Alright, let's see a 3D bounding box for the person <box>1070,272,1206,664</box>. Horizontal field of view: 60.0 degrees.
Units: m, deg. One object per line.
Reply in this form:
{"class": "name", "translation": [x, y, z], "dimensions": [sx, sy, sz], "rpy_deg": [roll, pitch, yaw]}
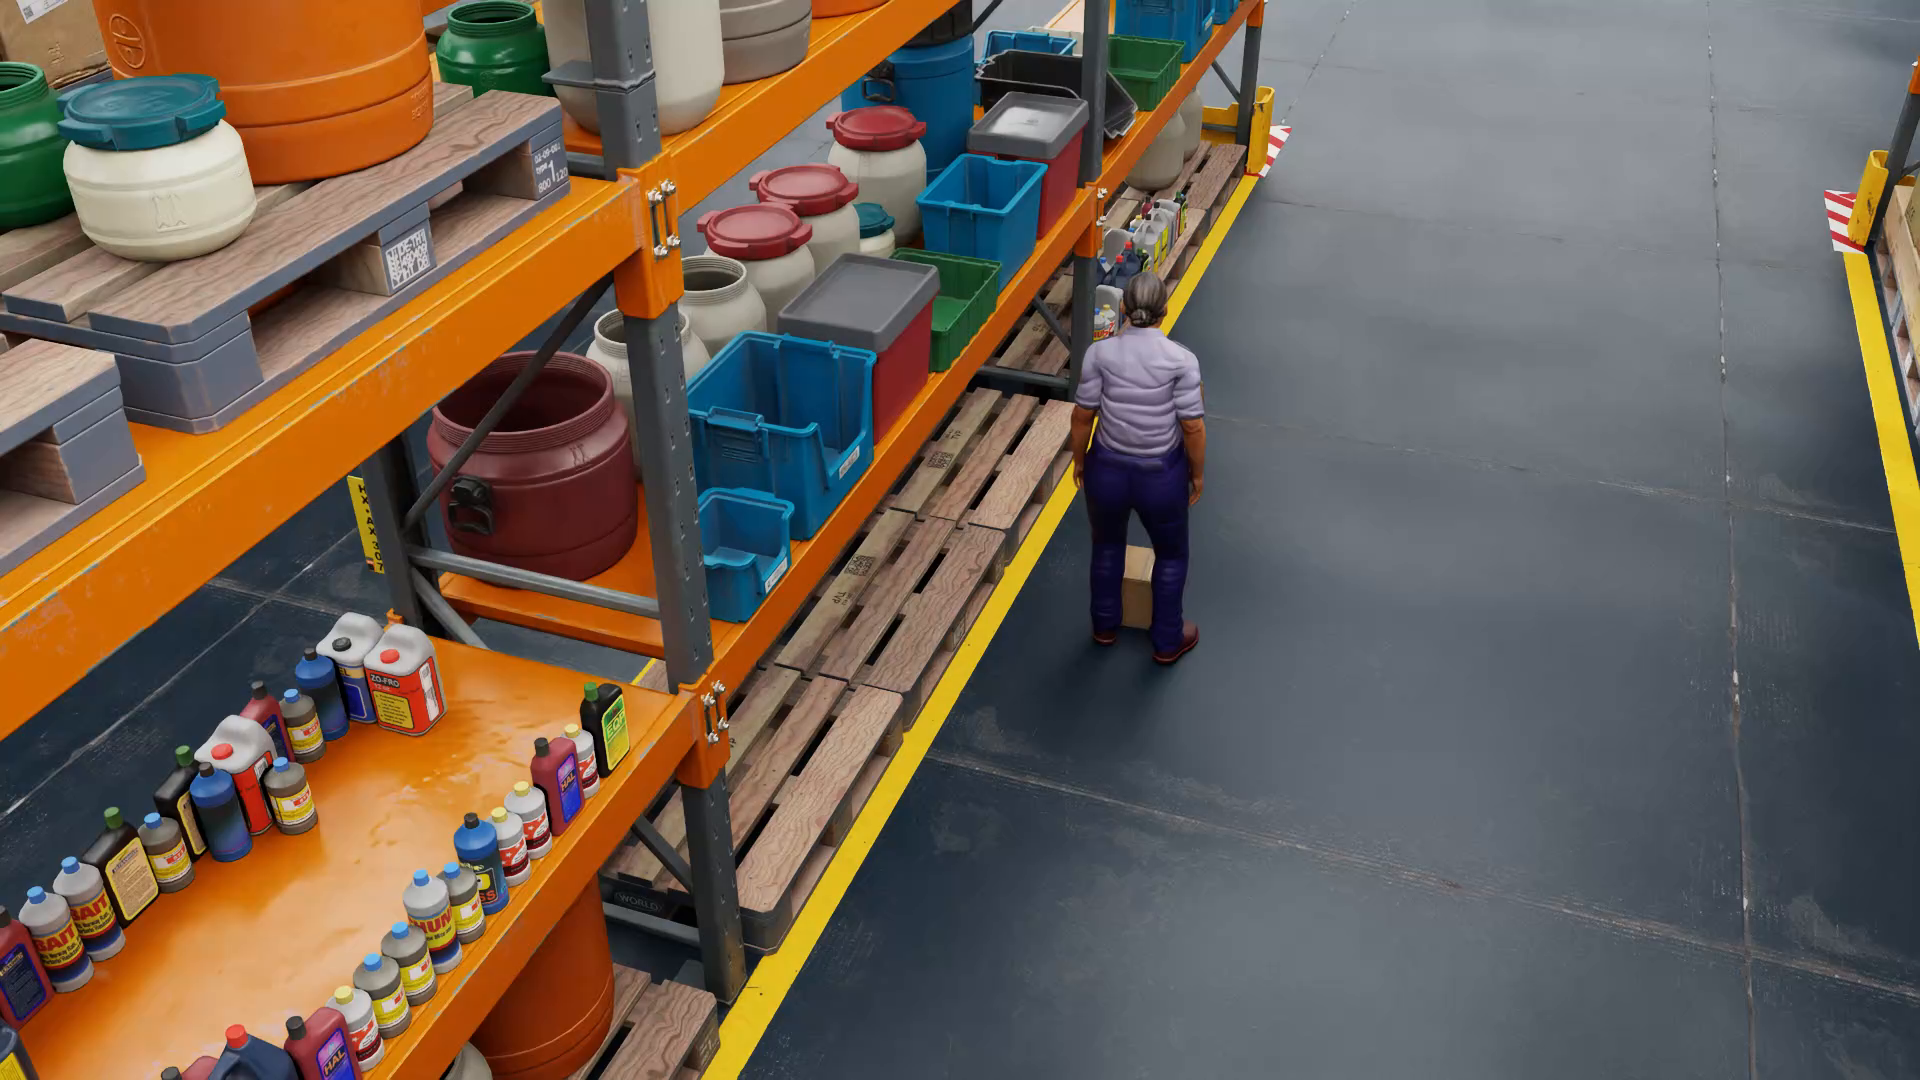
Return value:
{"class": "person", "translation": [0.716, -0.270, 6.557], "dimensions": [0.559, 1.651, 0.426], "rpy_deg": [9, 35, 14]}
